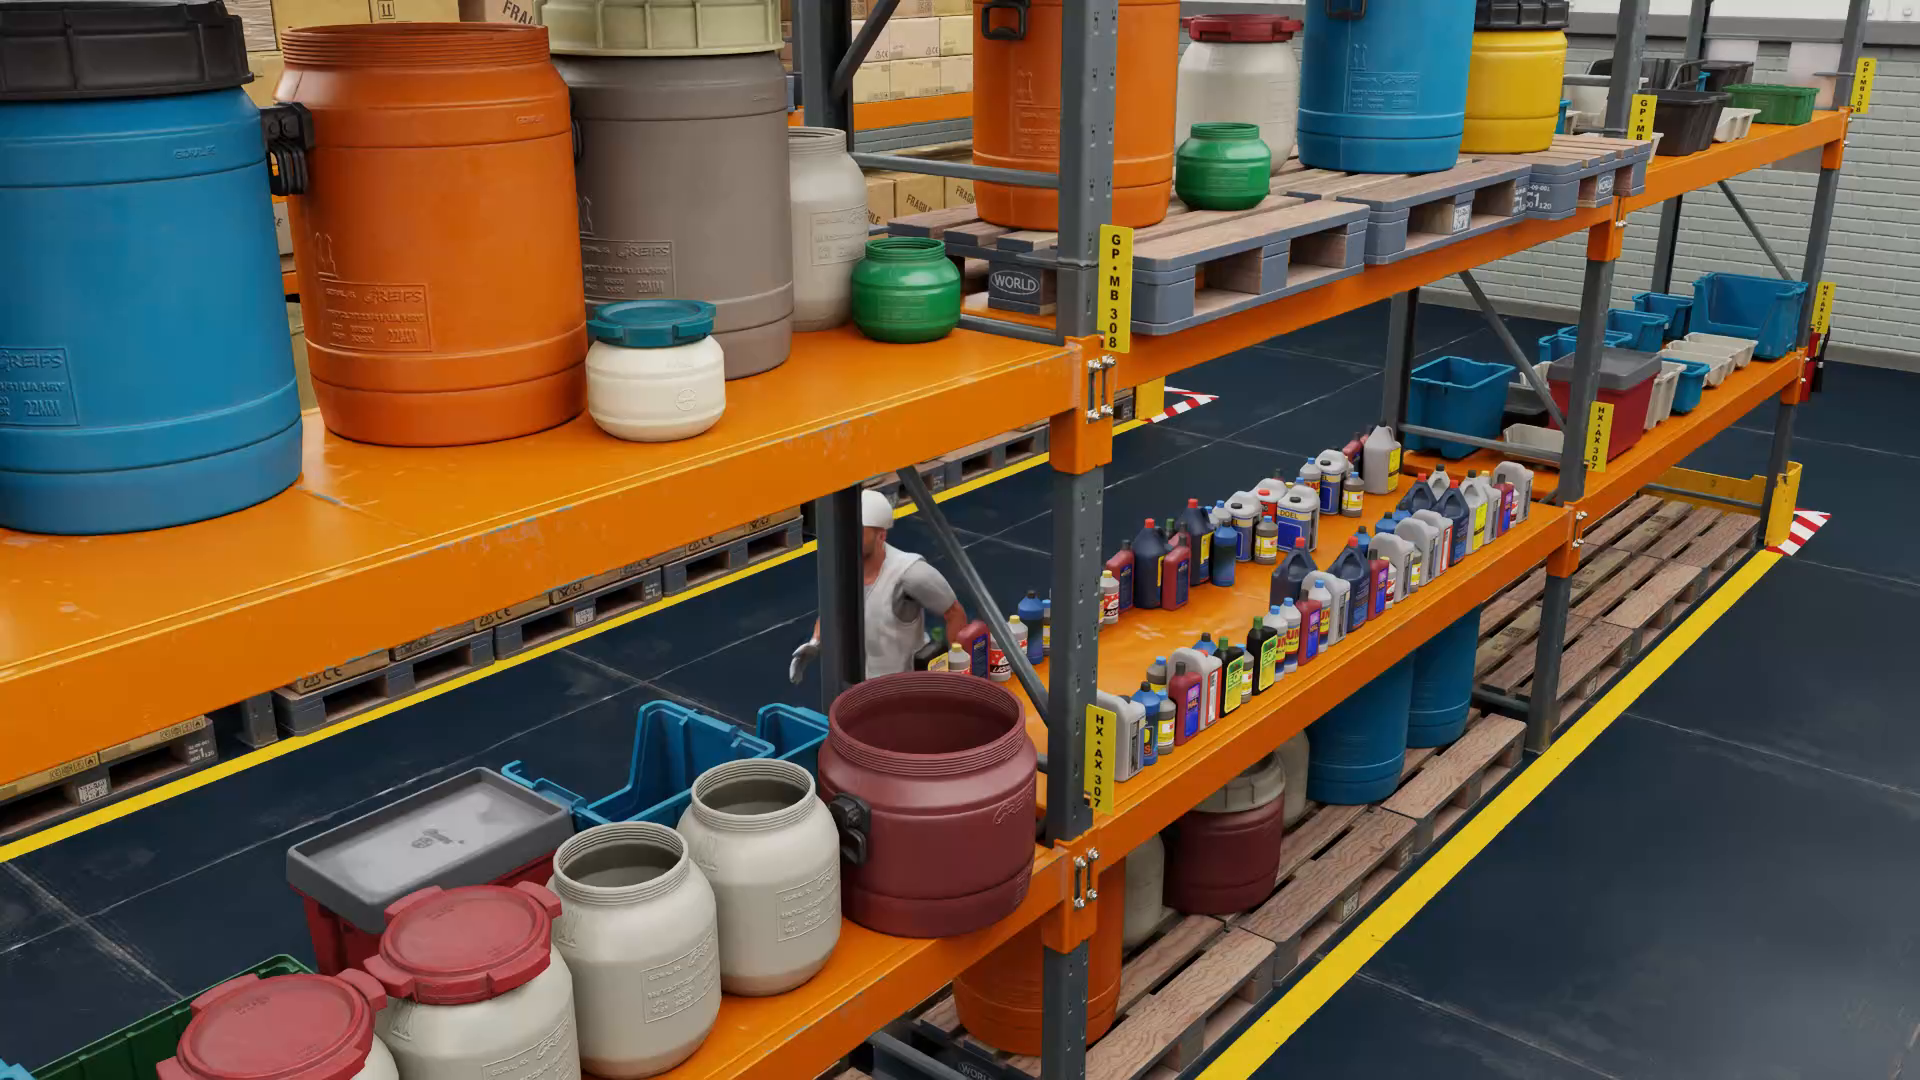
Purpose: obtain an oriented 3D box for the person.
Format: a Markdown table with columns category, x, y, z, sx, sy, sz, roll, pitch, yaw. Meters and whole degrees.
| category | x | y | z | sx | sy | sz | roll | pitch | yaw |
| --- | --- | --- | --- | --- | --- | --- | --- | --- | --- |
| person | -0.261 | 0.564 | 7.043 | 0.909 | 1.703 | 0.674 | -18 | 27 | -40 |
